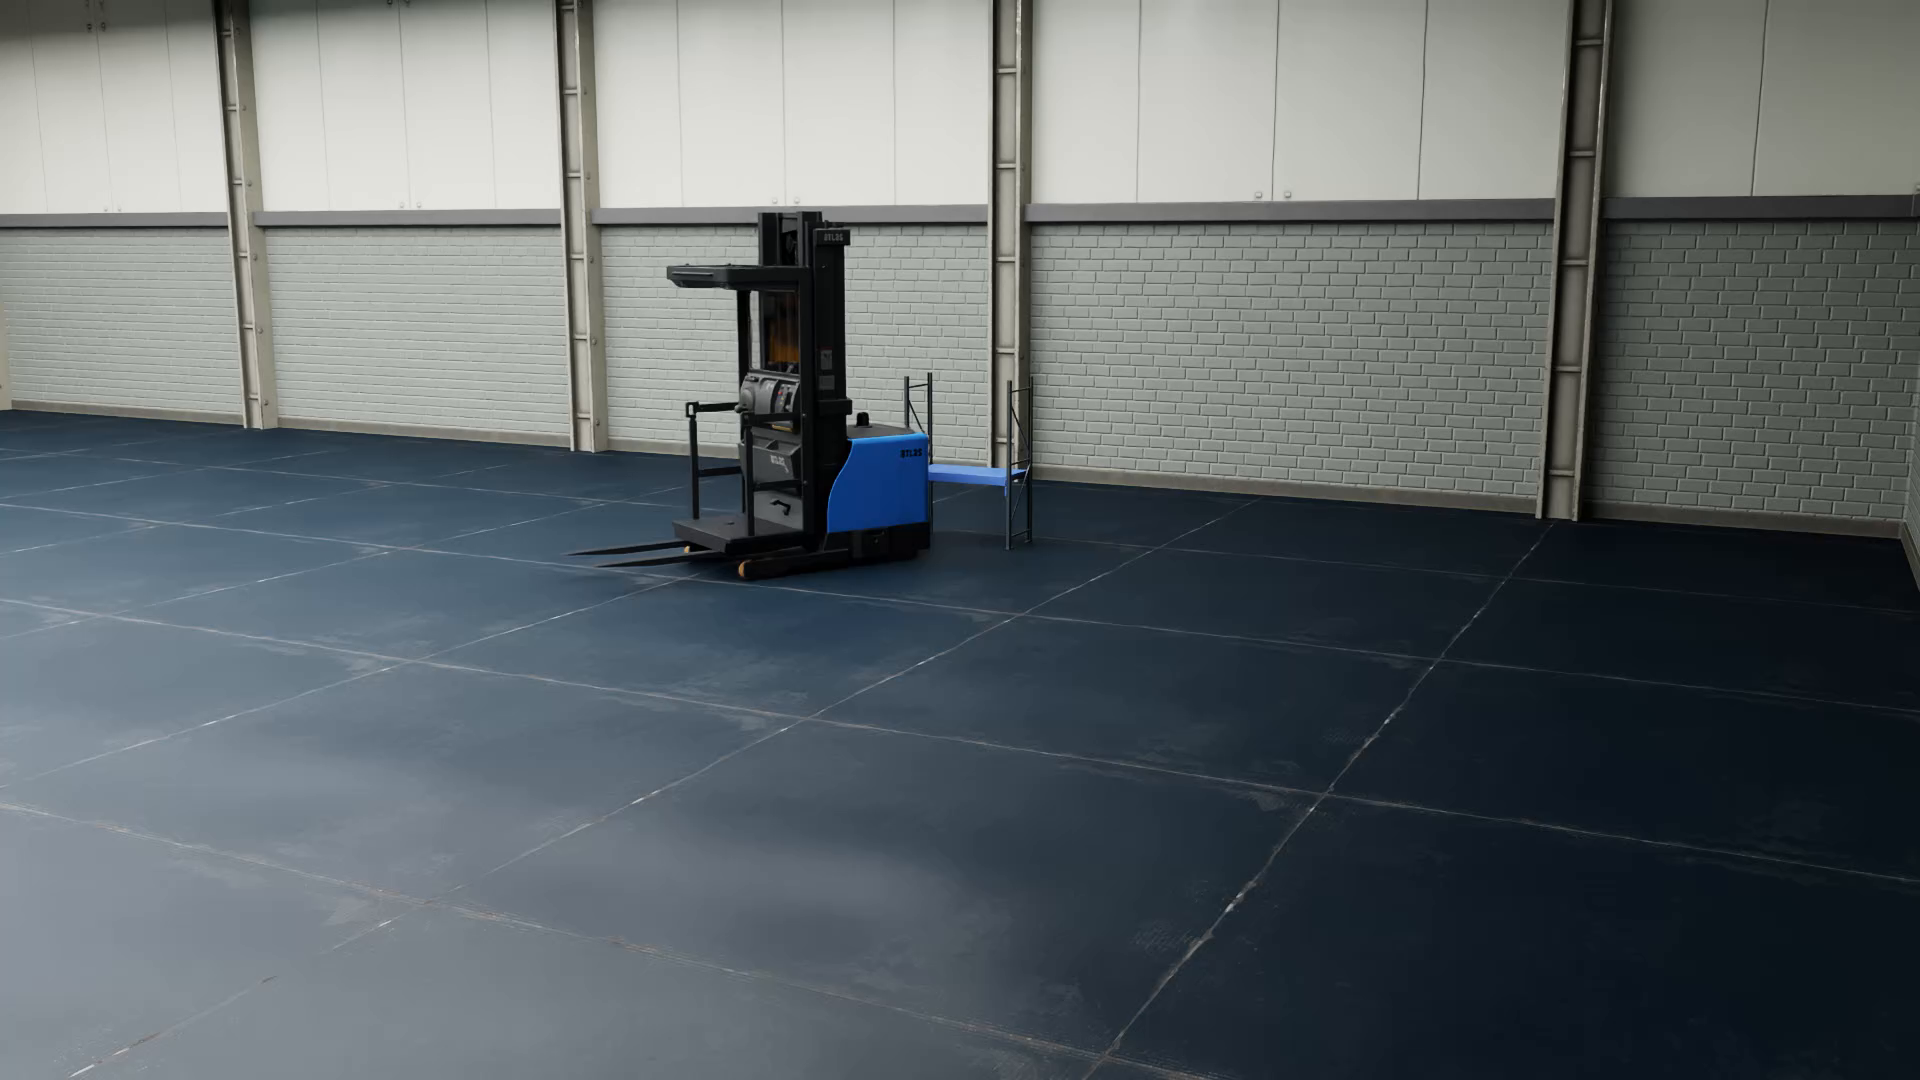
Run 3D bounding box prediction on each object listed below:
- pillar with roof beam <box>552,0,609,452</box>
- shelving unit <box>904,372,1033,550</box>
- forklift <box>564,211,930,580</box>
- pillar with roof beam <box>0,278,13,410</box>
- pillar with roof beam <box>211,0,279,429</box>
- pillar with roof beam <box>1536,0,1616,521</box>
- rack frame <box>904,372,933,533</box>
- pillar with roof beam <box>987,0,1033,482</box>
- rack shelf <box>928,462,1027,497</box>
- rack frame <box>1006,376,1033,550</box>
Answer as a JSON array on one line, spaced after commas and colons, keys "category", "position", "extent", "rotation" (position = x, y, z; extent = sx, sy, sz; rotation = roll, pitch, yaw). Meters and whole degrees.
[{"category": "pillar with roof beam", "position": [-6.734, -4.912, 17.103], "extent": [0.400, 9.000, 9.100], "rotation": [5, 11, 26]}, {"category": "shelving unit", "position": [0.076, -0.731, 15.059], "extent": [1.048, 1.500, 0.538], "rotation": [5, 11, 26]}, {"category": "forklift", "position": [-1.758, -1.223, 13.757], "extent": [3.031, 2.935, 1.130], "rotation": [-7, 12, -34]}, {"category": "pillar with roof beam", "position": [-17.495, -5.858, 22.328], "extent": [0.400, 9.000, 9.100], "rotation": [5, 11, 26]}, {"category": "pillar with roof beam", "position": [-12.114, -5.385, 19.716], "extent": [0.400, 9.000, 9.100], "rotation": [5, 11, 26]}, {"category": "pillar with roof beam", "position": [4.028, -3.966, 11.878], "extent": [0.400, 9.000, 9.100], "rotation": [5, 11, 26]}, {"category": "rack frame", "position": [-0.379, -0.771, 15.281], "extent": [0.032, 1.500, 0.500], "rotation": [5, 11, 26]}, {"category": "pillar with roof beam", "position": [-1.353, -4.439, 14.491], "extent": [0.400, 9.000, 9.100], "rotation": [5, 11, 26]}, {"category": "rack shelf", "position": [0.076, -0.554, 15.092], "extent": [1.000, 0.185, 0.538], "rotation": [5, 11, 26]}, {"category": "rack frame", "position": [0.532, -0.691, 14.838], "extent": [0.032, 1.500, 0.500], "rotation": [5, 11, 26]}]
